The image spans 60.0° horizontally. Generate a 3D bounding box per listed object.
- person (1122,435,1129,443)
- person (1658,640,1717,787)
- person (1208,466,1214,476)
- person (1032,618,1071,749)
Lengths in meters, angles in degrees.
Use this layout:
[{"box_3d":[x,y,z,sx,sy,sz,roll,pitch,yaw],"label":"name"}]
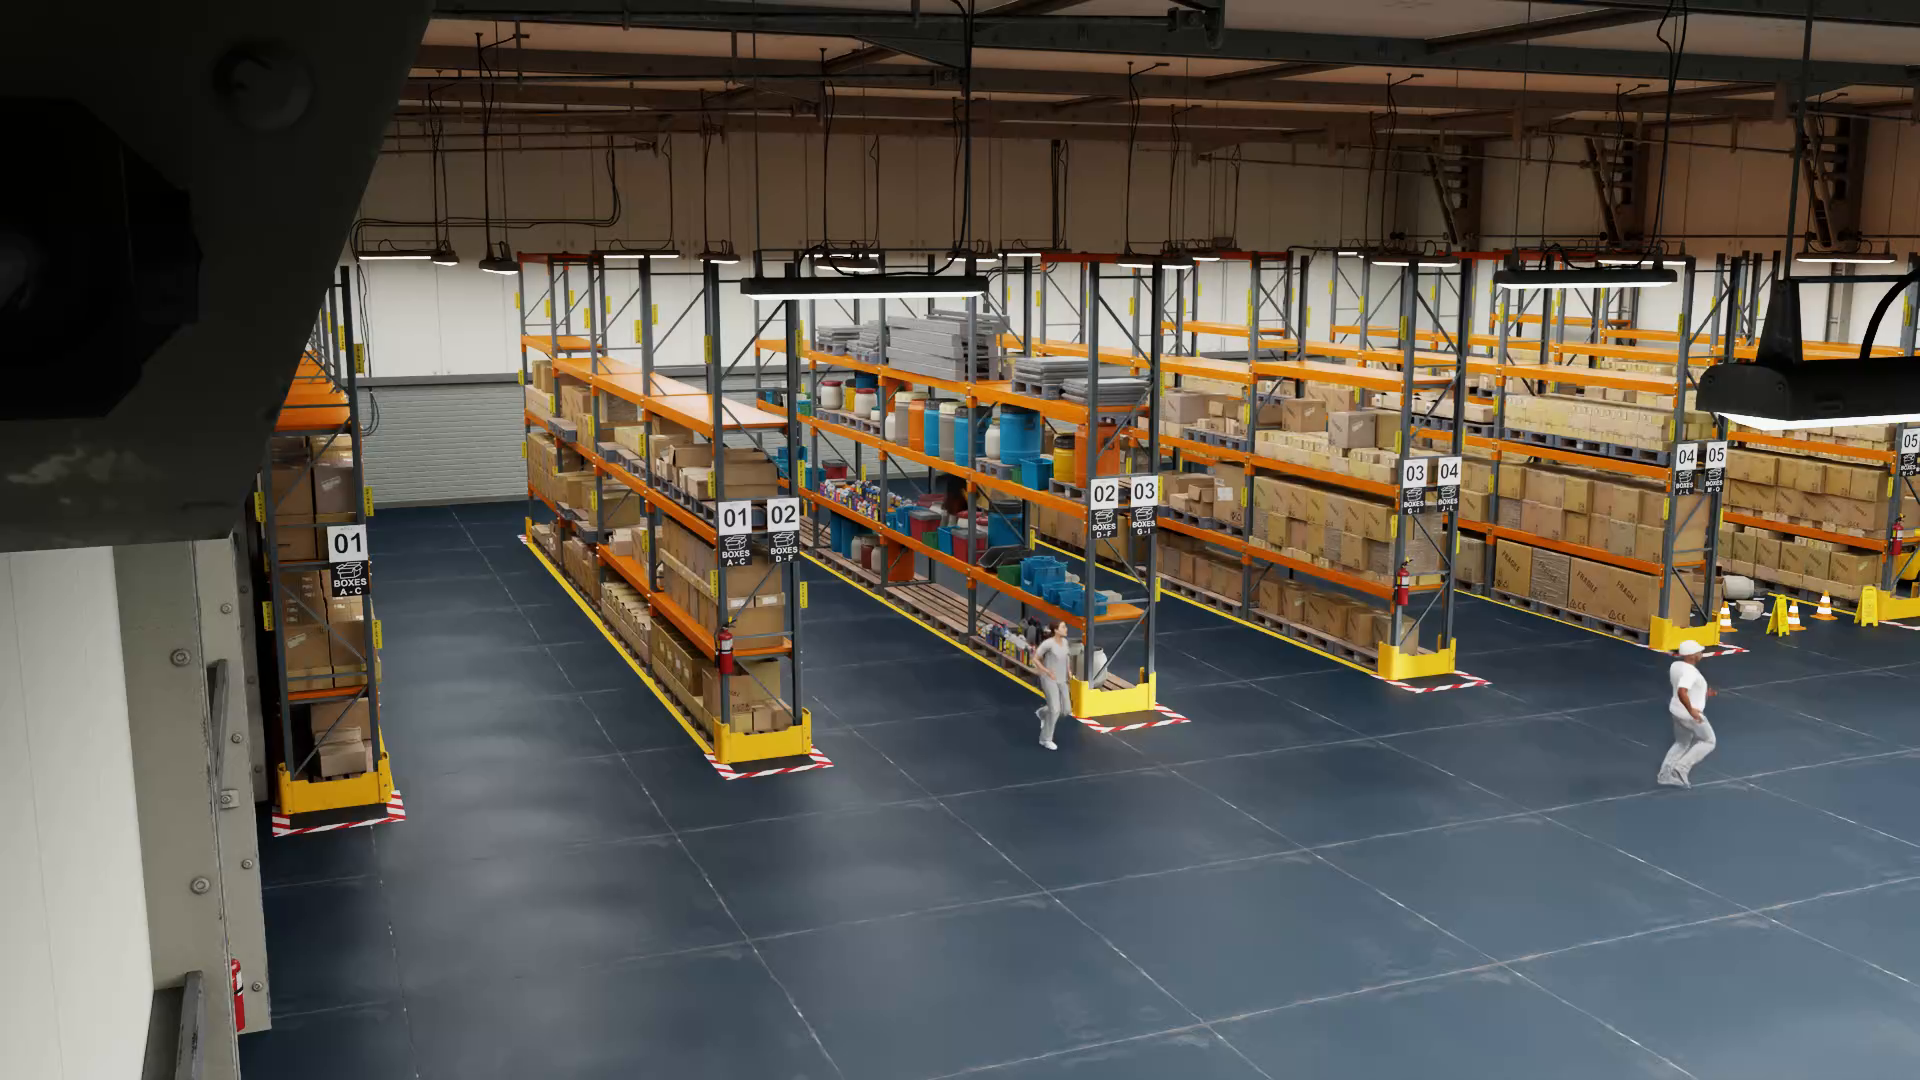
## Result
[{"box_3d":[3.843,-1.645,39.186,0.686,1.821,0.792,-2,11,-11],"label":"person"},{"box_3d":[8.445,1.999,19.202,0.644,1.724,0.682,-1,10,-3],"label":"person"},{"box_3d":[6.543,-2.207,42.437,0.744,1.664,0.616,-5,11,-24],"label":"person"},{"box_3d":[1.169,1.771,21.010,0.577,1.606,0.608,-8,13,-38],"label":"person"}]
